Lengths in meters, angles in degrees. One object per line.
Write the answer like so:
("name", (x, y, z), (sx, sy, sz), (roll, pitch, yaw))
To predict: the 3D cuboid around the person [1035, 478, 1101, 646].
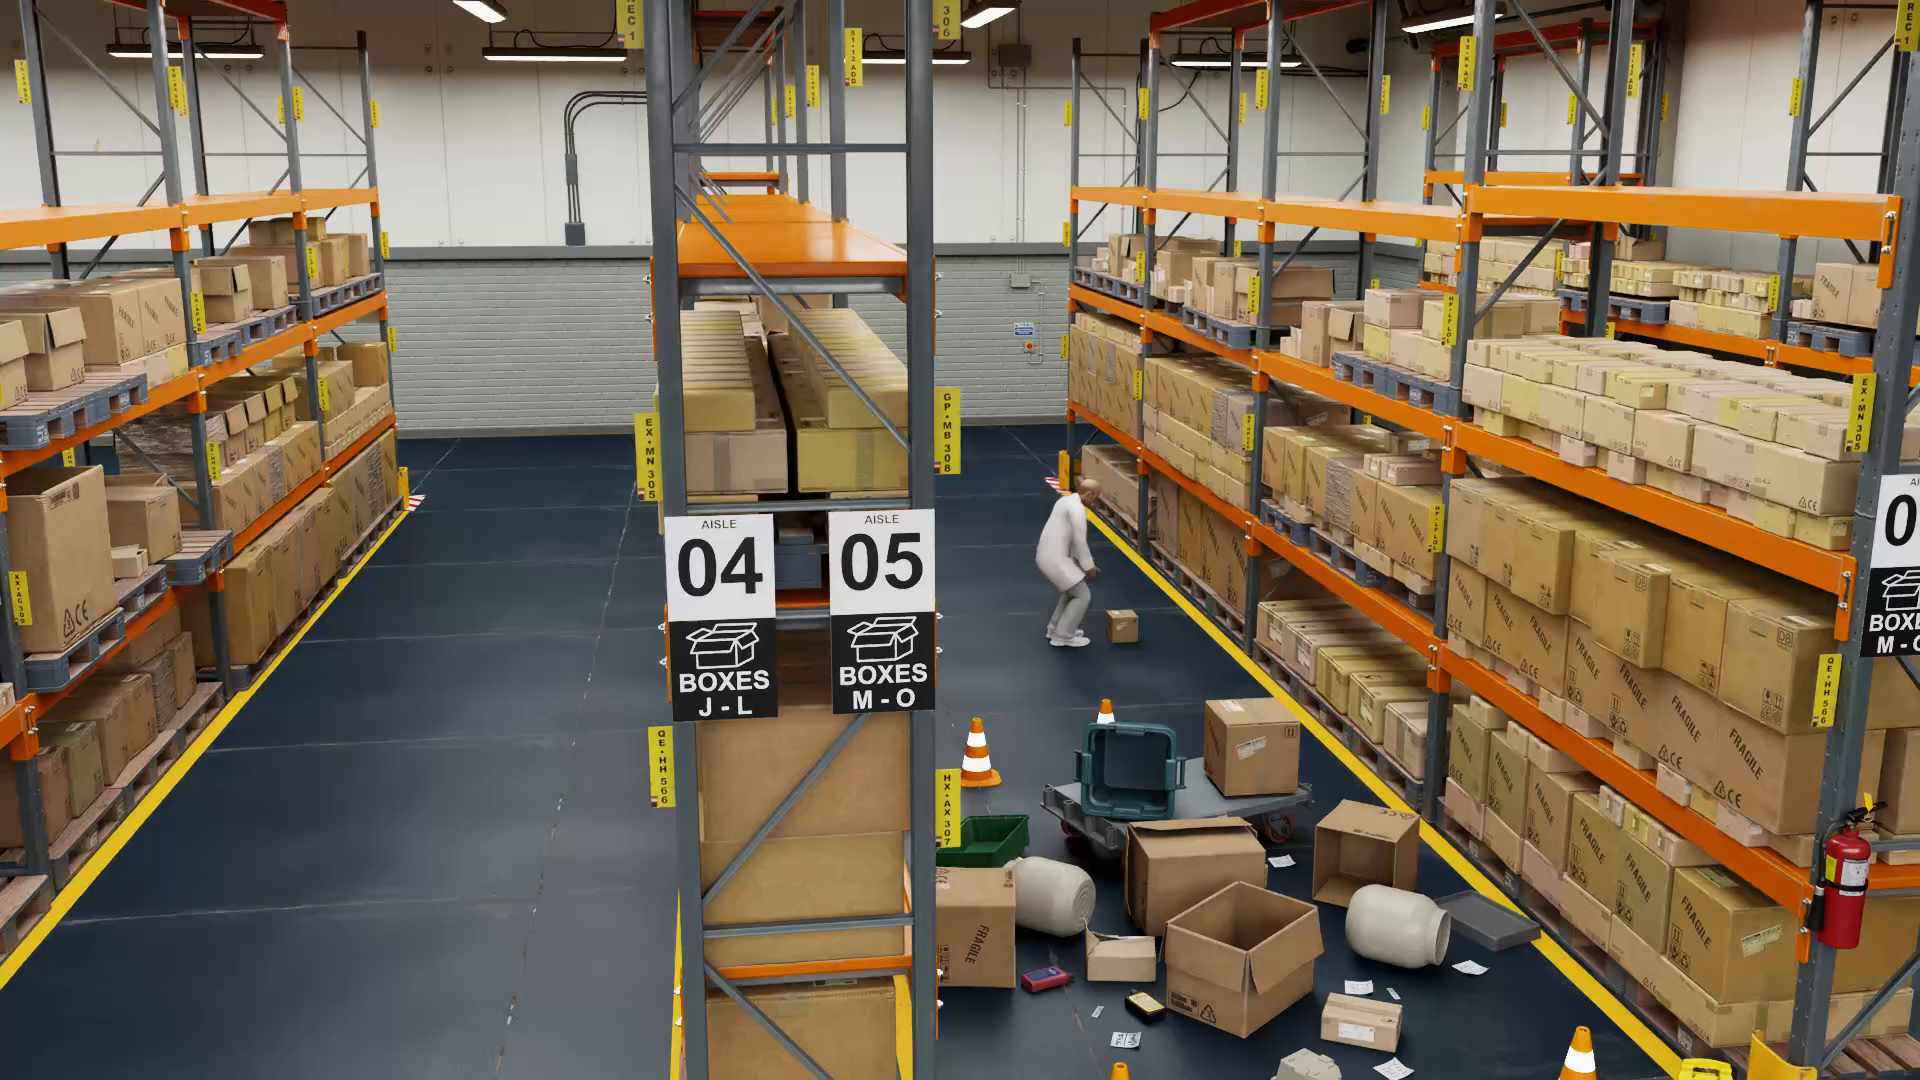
("person", (1.014, 0.199, 15.657), (0.612, 1.557, 0.624), (-2, 13, -8))
